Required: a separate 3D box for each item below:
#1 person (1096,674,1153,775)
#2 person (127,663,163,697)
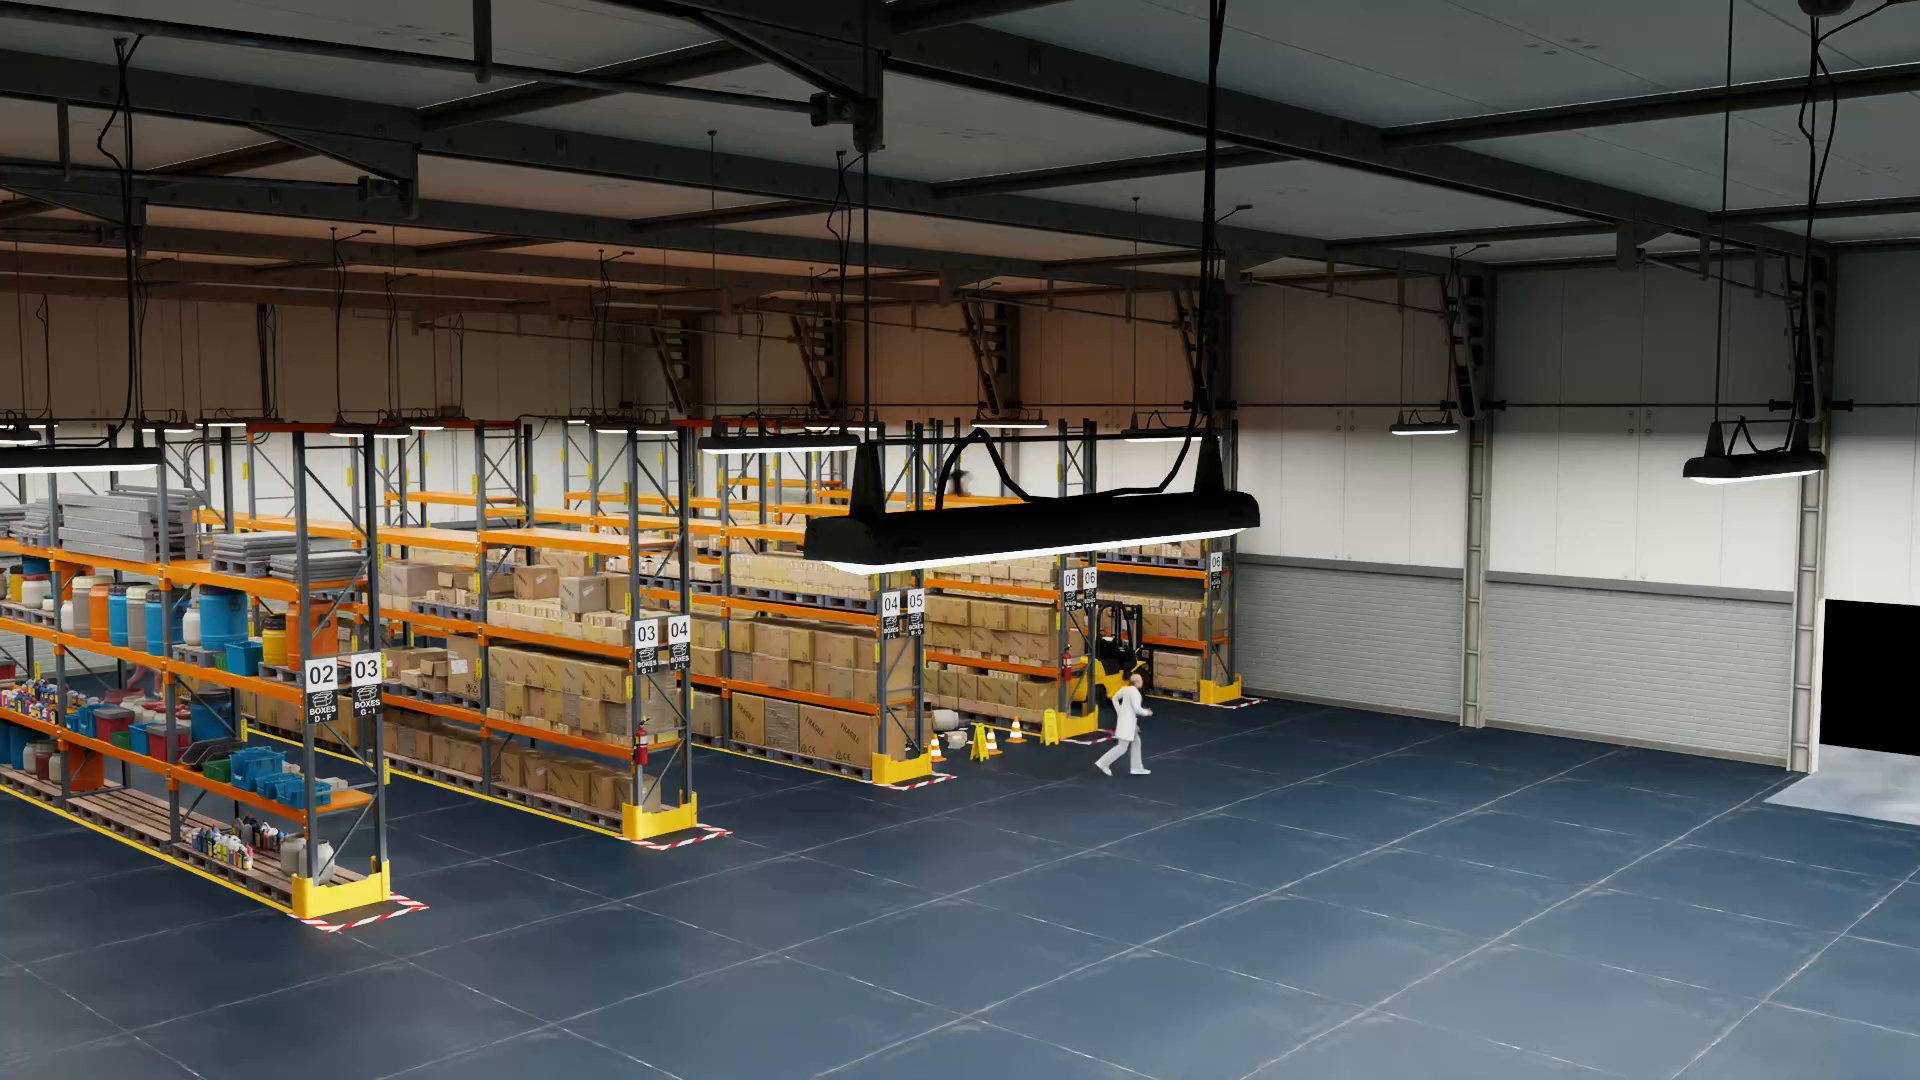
[{"bbox_3d":[2.782,3.150,28.244,1.010,1.749,0.690,-1,5,-9],"label":"person"},{"bbox_3d":[-17.527,2.658,35.666,1.014,1.494,0.610,-2,5,-18],"label":"person"}]
